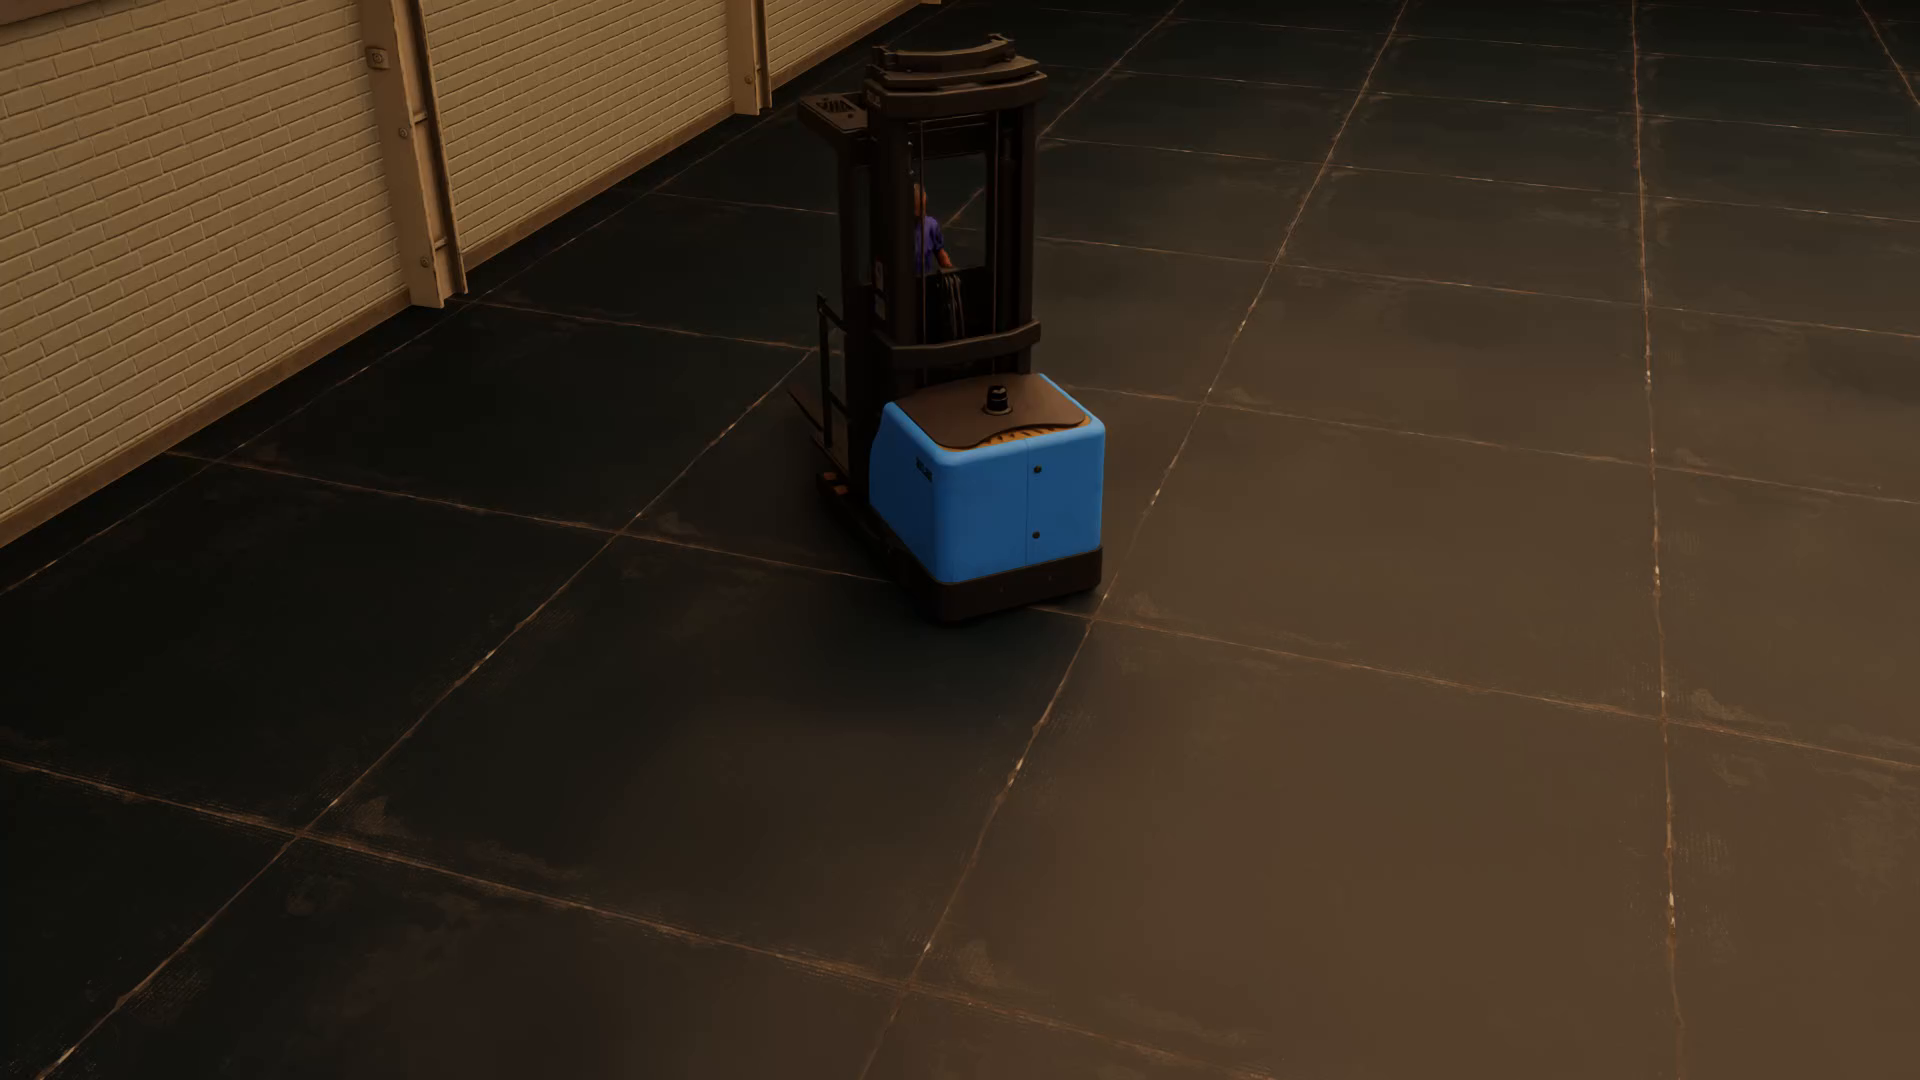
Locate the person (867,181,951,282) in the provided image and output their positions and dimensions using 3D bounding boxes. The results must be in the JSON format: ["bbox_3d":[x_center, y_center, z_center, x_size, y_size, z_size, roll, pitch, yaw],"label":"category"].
[{"bbox_3d":[-0.284,-1.594,11.172,0.670,1.633,0.458,-15,33,-24],"label":"person"}]

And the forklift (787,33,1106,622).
[{"bbox_3d":[-0.261,-1.533,9.826,1.130,2.935,3.031,-13,32,-21],"label":"forklift"}]
